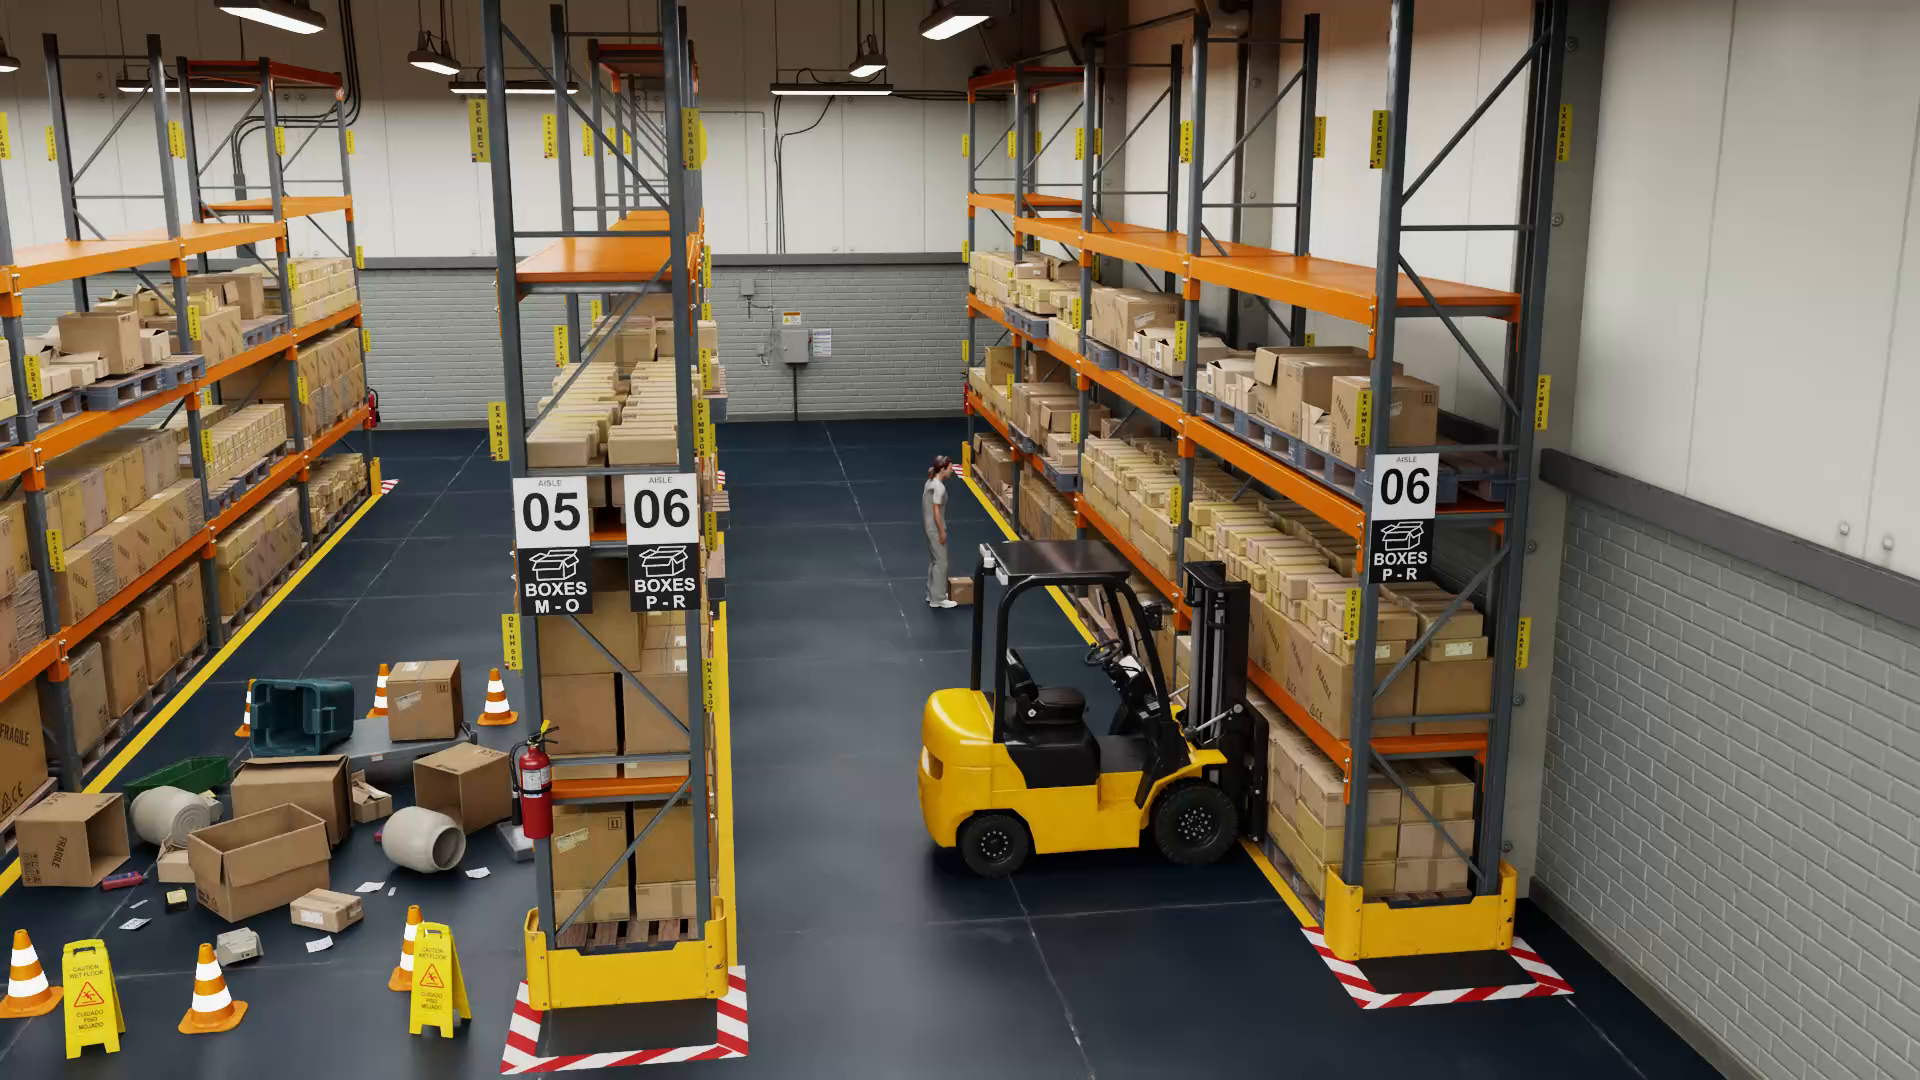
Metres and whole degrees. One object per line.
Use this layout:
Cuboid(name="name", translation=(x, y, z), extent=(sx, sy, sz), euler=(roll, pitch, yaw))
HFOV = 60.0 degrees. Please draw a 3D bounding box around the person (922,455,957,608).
Cuboid(name="person", translation=(-0.239, -0.107, 18.457), extent=(0.360, 1.667, 0.485), euler=(-2, 13, -8))
